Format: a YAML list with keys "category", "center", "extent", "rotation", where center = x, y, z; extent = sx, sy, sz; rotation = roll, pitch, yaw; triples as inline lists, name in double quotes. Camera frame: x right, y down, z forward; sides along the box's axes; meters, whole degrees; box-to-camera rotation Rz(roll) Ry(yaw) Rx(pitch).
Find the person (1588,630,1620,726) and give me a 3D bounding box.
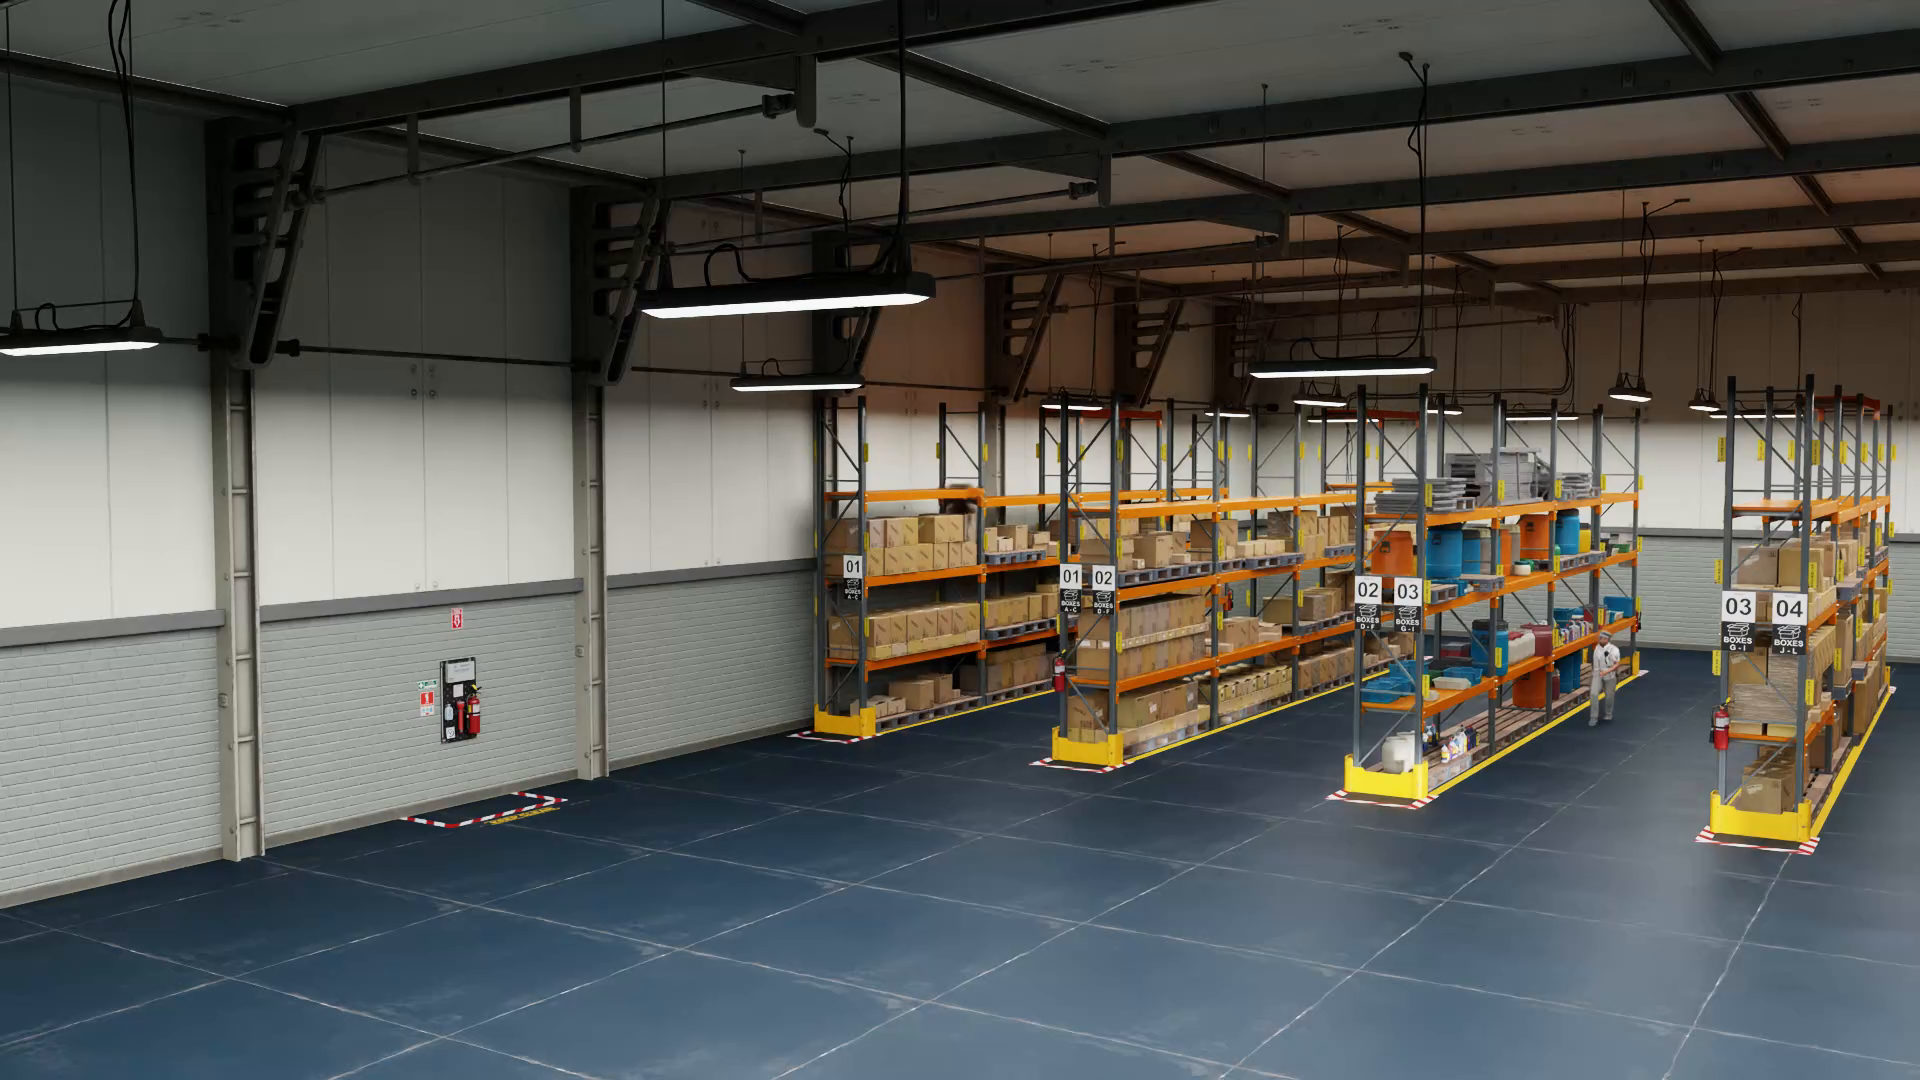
- category: "person"
  center: [11.937, 2.541, 30.728]
  extent: [0.499, 1.764, 0.986]
  rotation: [2, 4, 32]
